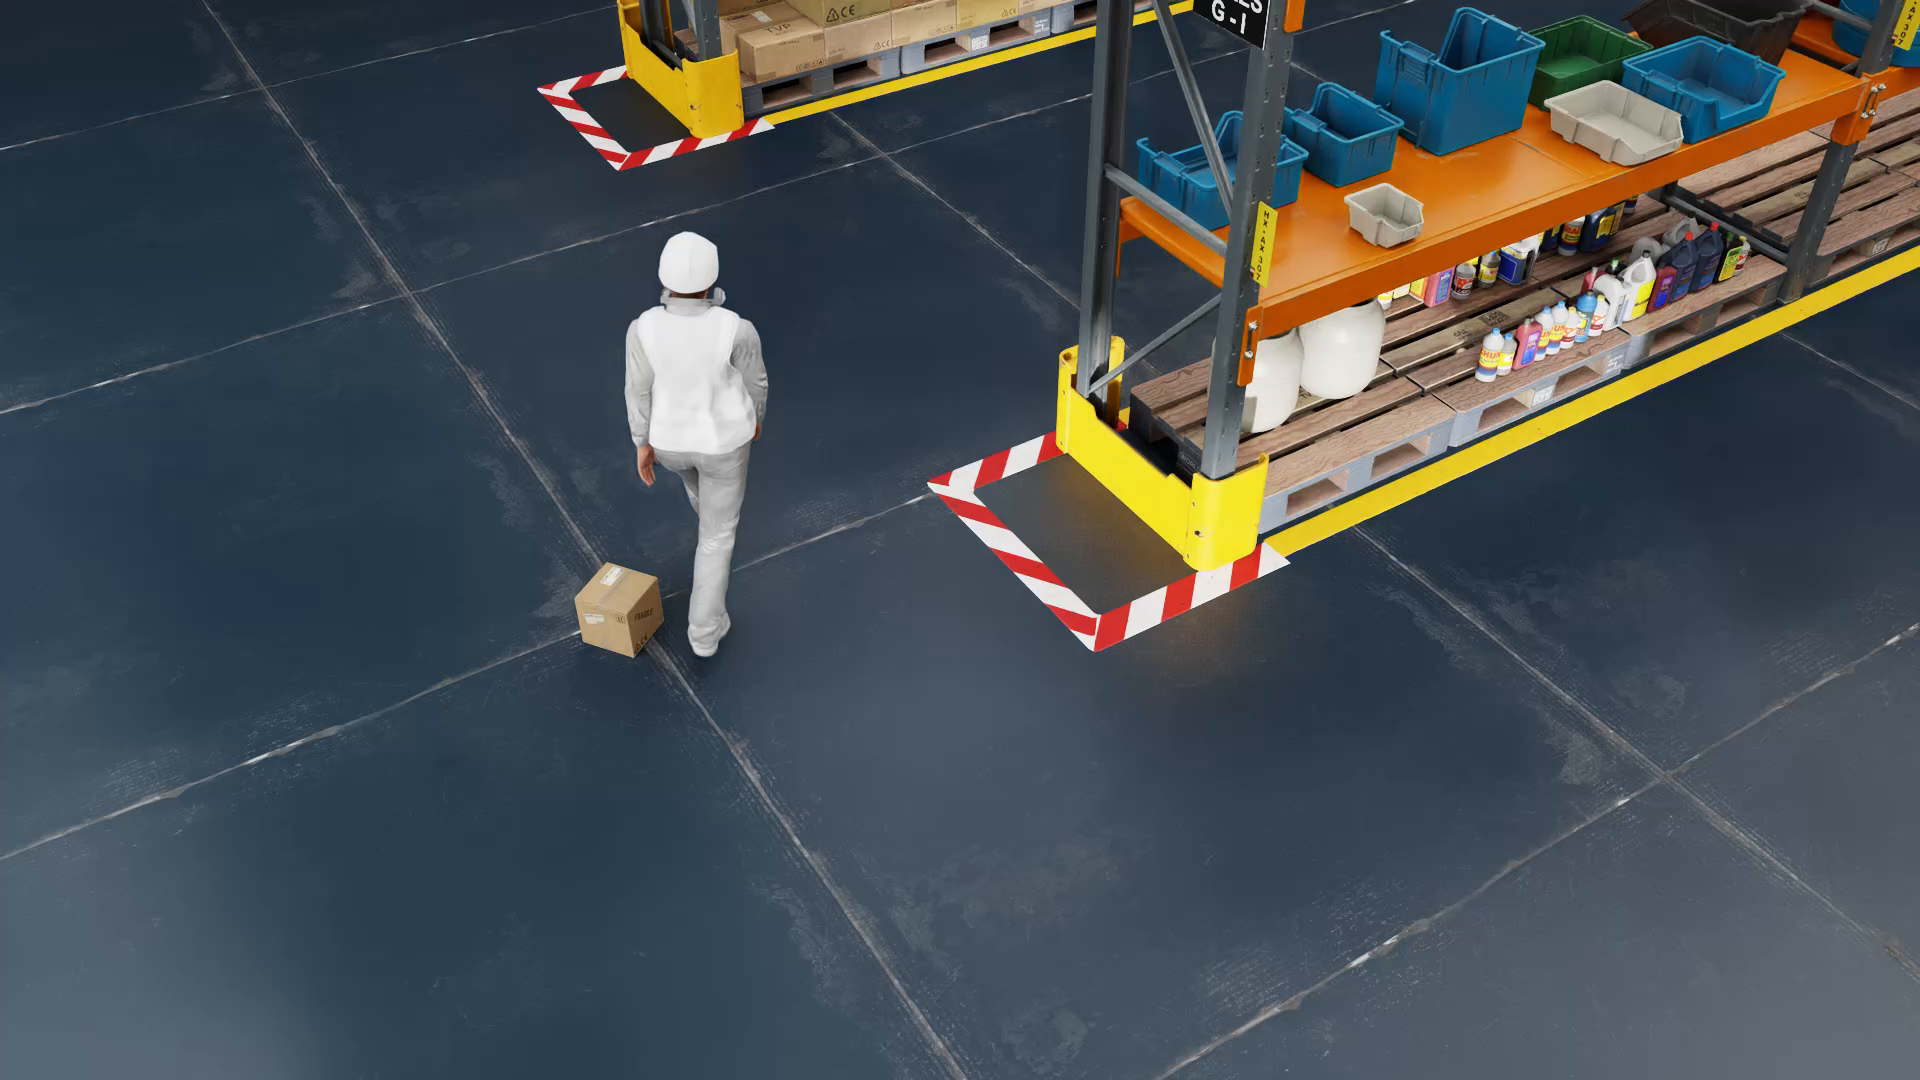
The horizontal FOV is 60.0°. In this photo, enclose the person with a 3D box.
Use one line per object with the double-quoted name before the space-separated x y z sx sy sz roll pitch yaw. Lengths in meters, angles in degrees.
"person" -1.021 -0.469 6.695 0.536 1.717 1.067 6 41 7
